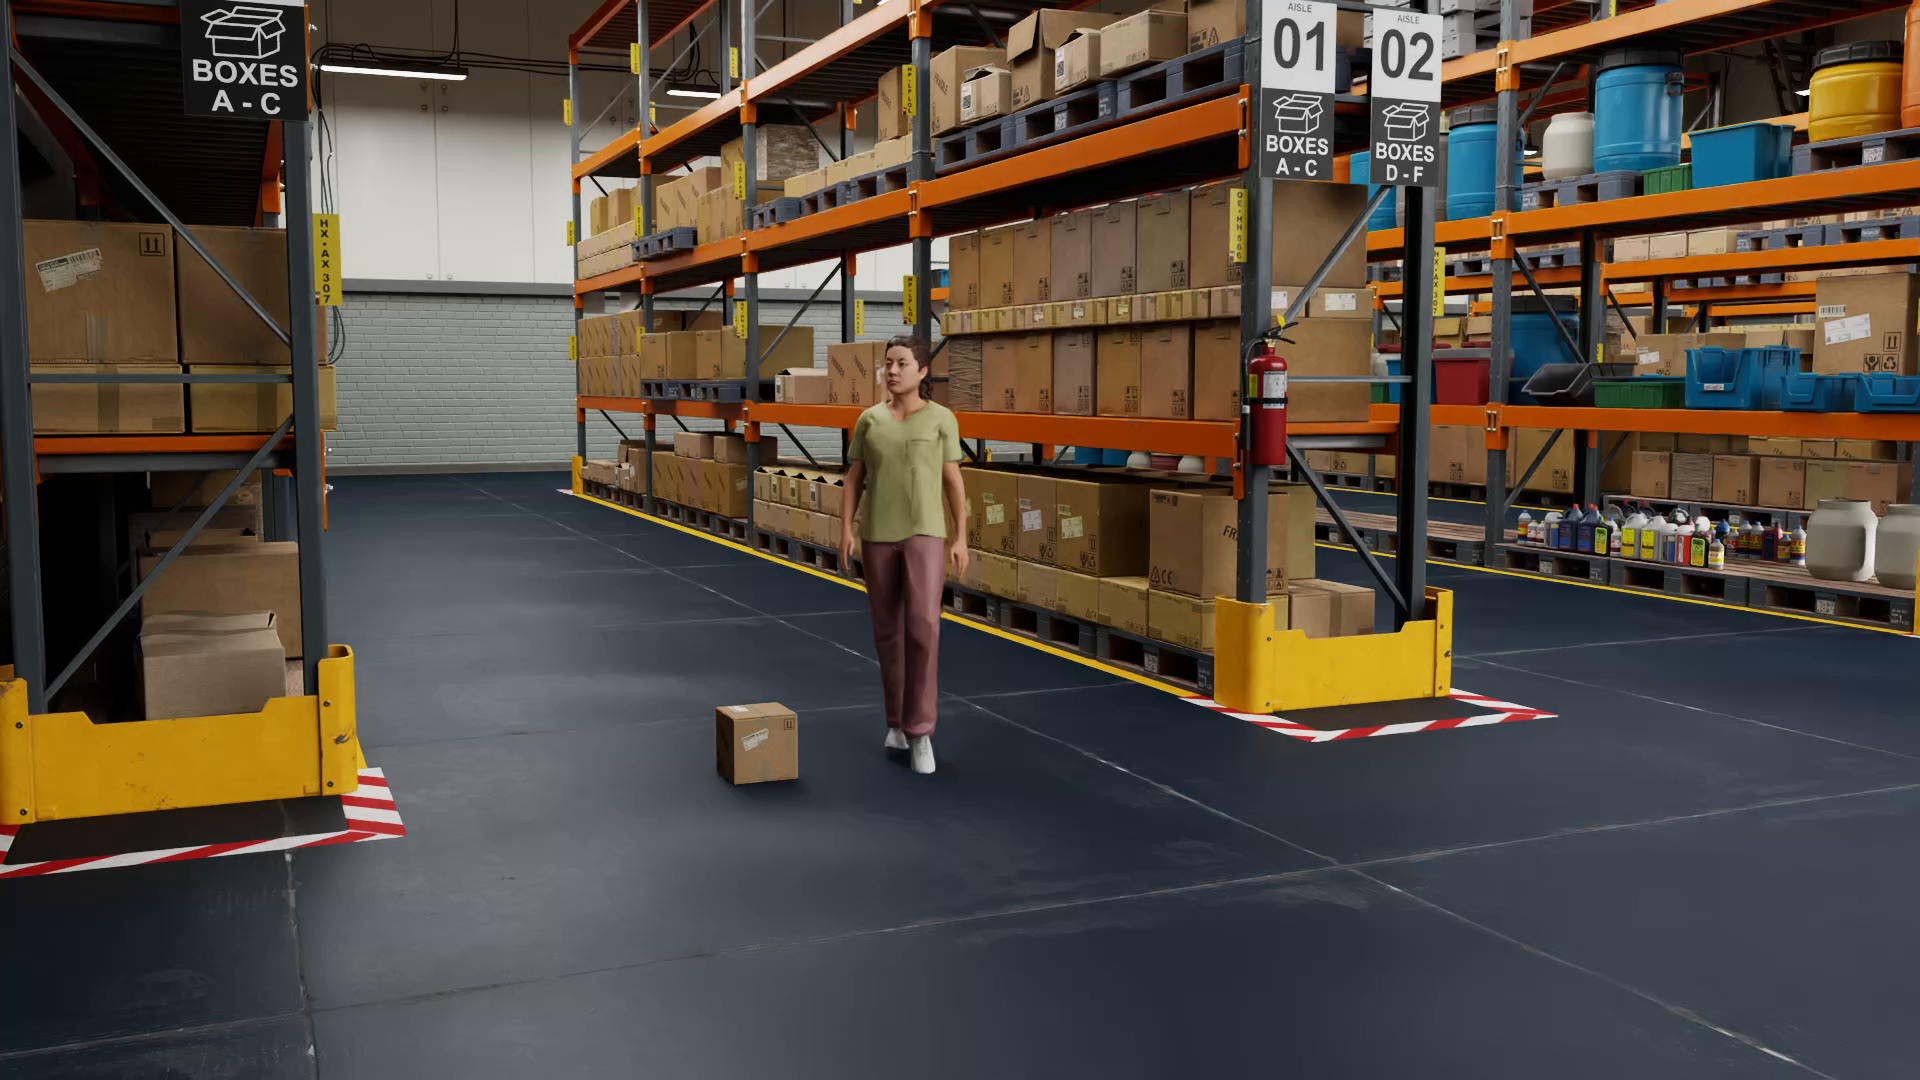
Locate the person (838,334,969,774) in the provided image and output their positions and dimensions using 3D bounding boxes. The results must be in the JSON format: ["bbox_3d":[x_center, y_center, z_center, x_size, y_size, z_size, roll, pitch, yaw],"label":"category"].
[{"bbox_3d":[-0.240,0.044,6.585,0.489,1.710,0.529,1,6,12],"label":"person"}]
